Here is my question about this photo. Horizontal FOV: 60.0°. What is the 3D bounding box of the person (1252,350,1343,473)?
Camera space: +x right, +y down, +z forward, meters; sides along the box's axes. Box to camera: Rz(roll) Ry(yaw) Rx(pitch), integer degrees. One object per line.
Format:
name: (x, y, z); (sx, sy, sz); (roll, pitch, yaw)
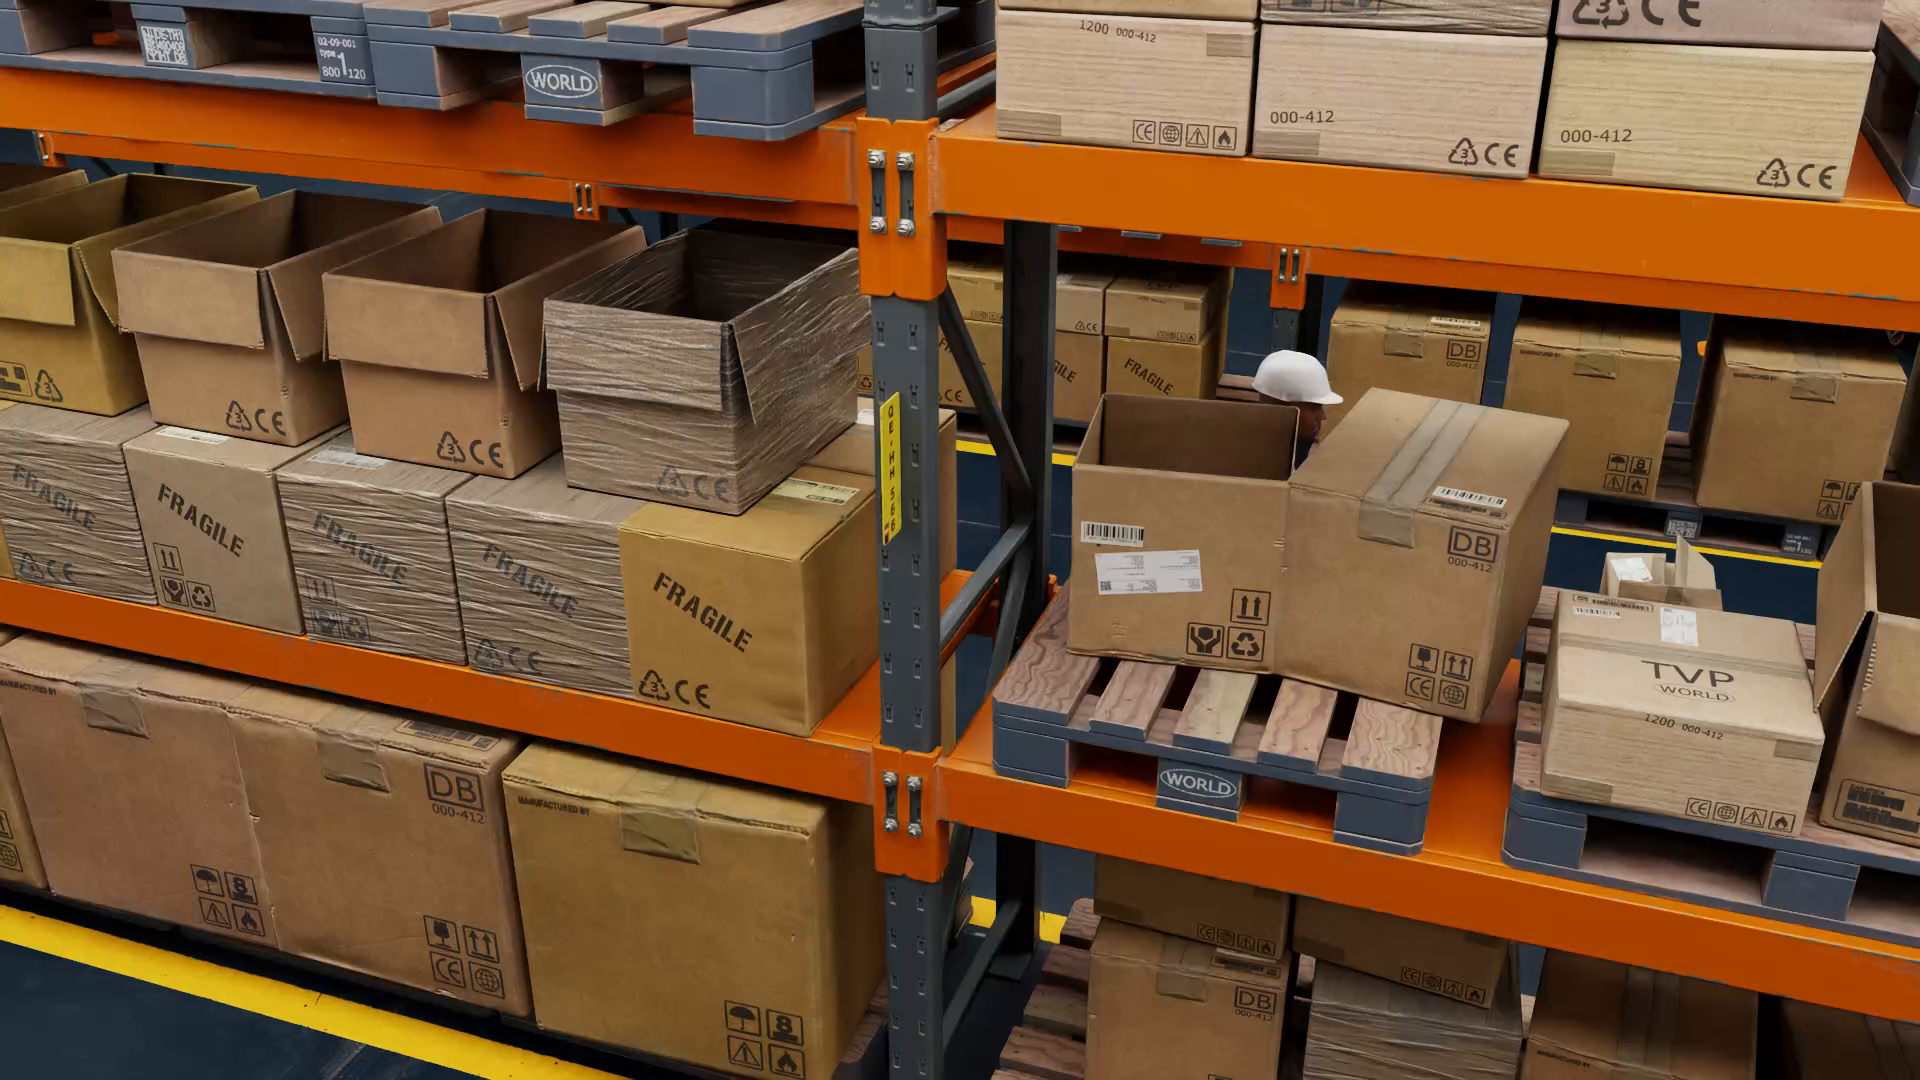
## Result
person: (0.998, 0.196, 5.682); (0.462, 1.759, 0.633); (8, 27, 17)
